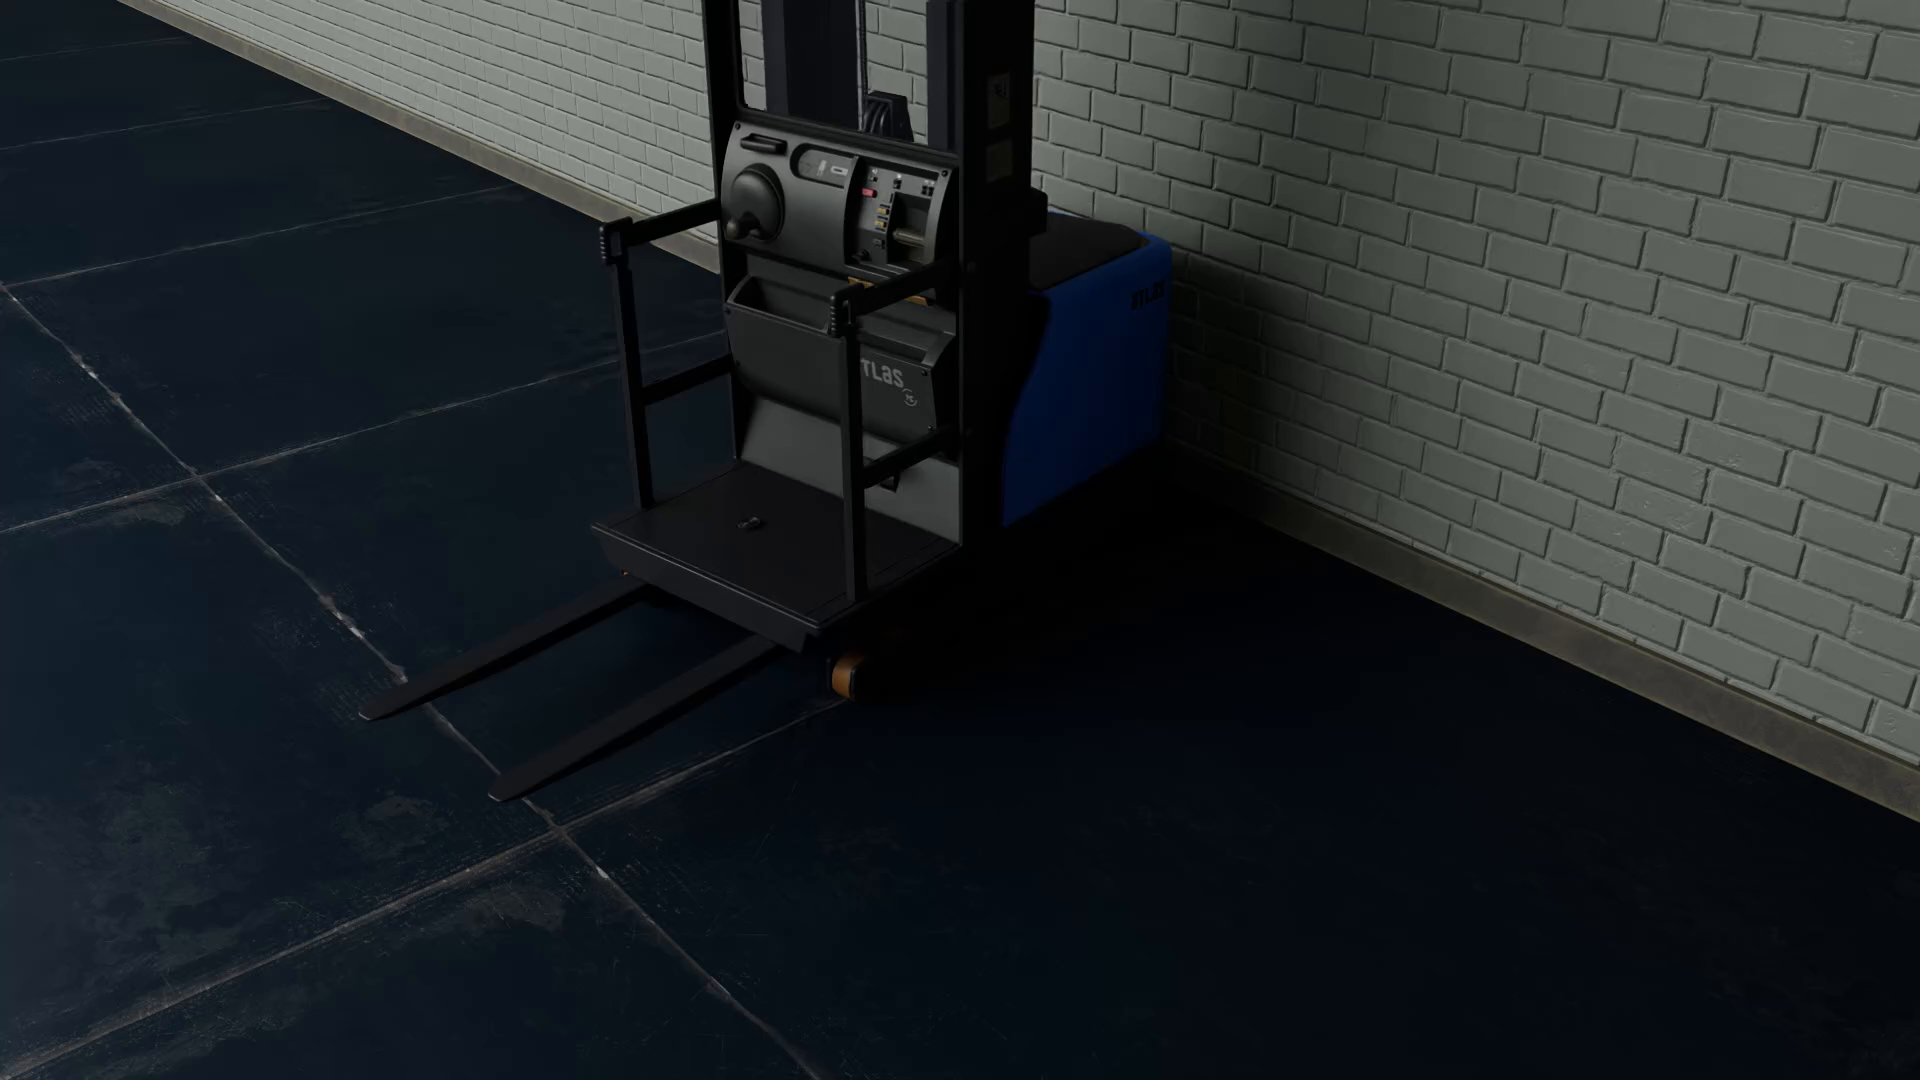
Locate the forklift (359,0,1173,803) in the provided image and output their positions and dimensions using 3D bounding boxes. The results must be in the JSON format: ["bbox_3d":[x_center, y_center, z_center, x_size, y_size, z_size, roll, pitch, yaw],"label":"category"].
[{"bbox_3d":[-0.534,-1.044,5.095,1.130,2.935,3.031,21,35,34],"label":"forklift"}]
